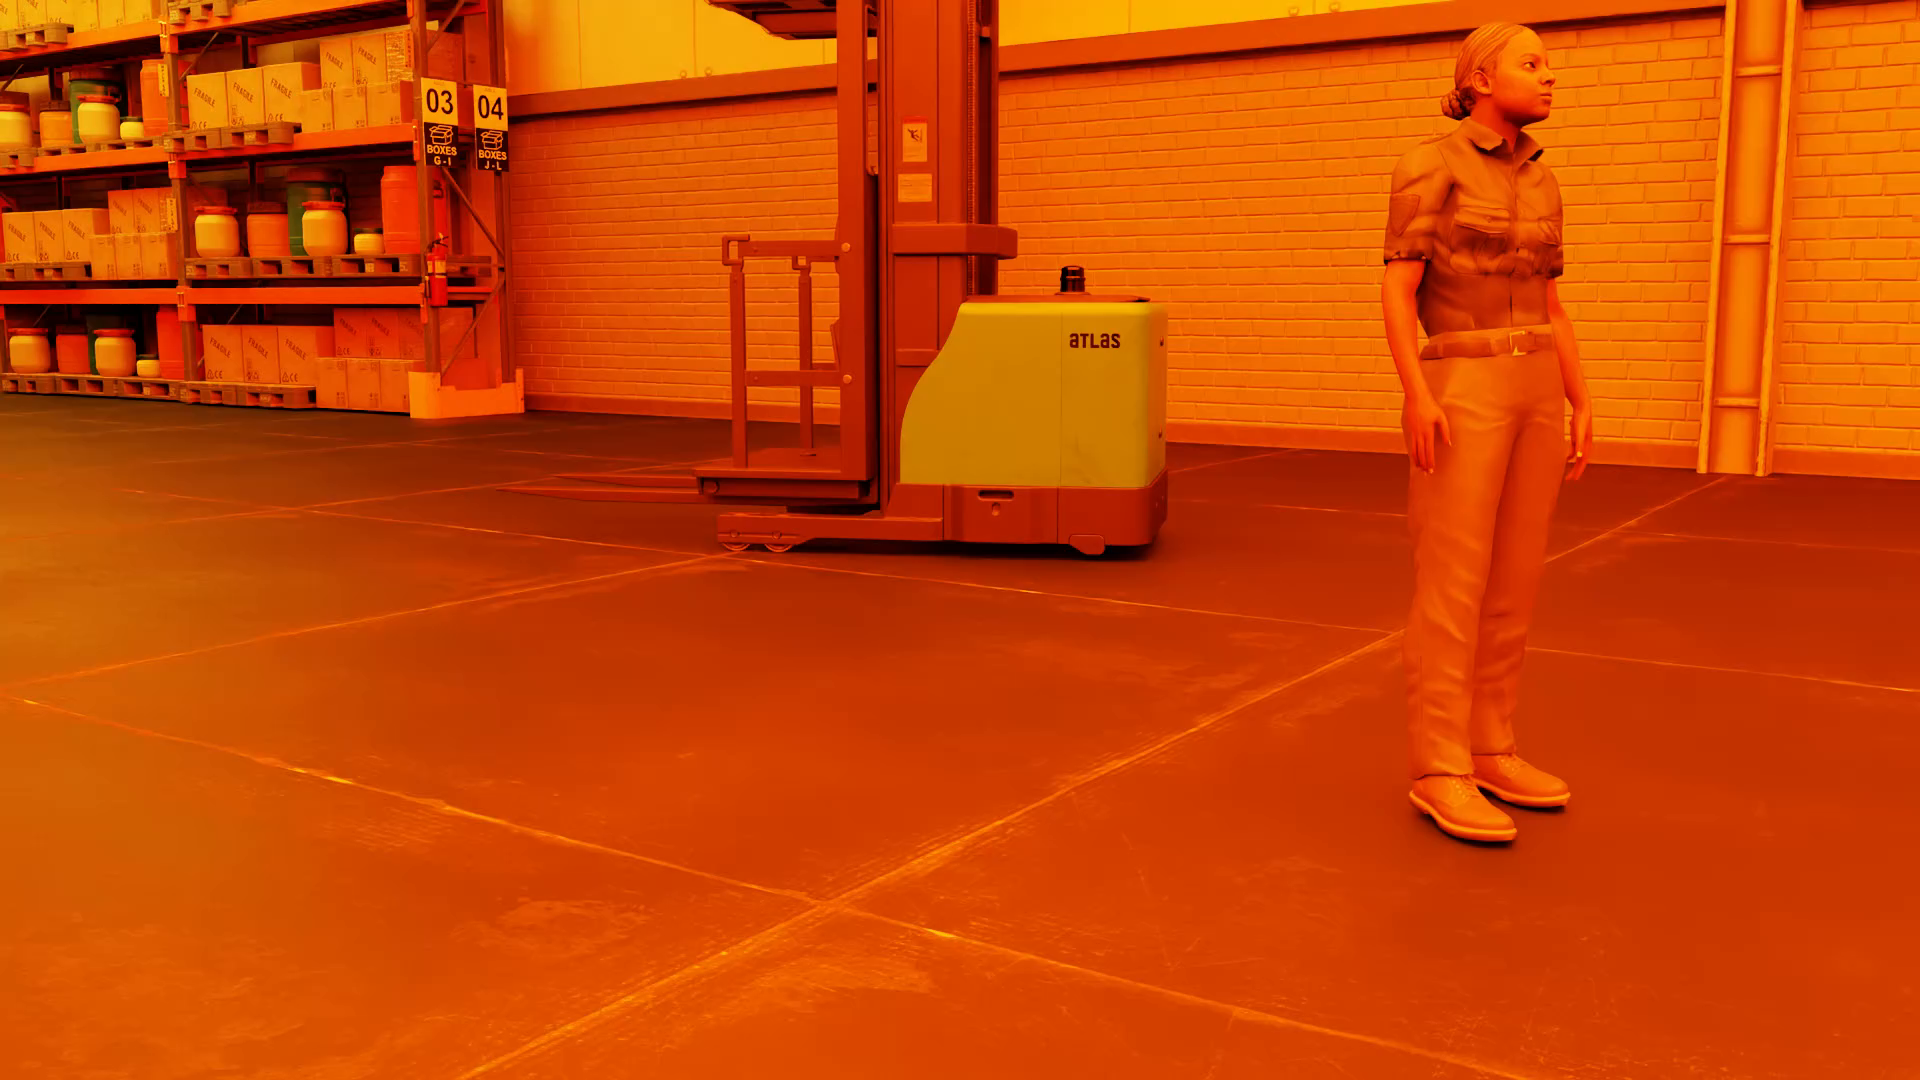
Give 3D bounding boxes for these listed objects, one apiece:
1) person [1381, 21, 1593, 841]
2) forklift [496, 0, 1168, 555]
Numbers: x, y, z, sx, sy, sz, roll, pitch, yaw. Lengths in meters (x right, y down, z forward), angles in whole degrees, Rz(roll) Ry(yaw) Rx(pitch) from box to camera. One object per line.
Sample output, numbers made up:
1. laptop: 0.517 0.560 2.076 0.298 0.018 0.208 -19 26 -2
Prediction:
1. person: 1.161 -0.259 3.501 0.570 1.654 0.505 -5 9 -29
2. forklift: -0.596 -1.469 7.520 3.031 2.935 1.130 2 8 12
